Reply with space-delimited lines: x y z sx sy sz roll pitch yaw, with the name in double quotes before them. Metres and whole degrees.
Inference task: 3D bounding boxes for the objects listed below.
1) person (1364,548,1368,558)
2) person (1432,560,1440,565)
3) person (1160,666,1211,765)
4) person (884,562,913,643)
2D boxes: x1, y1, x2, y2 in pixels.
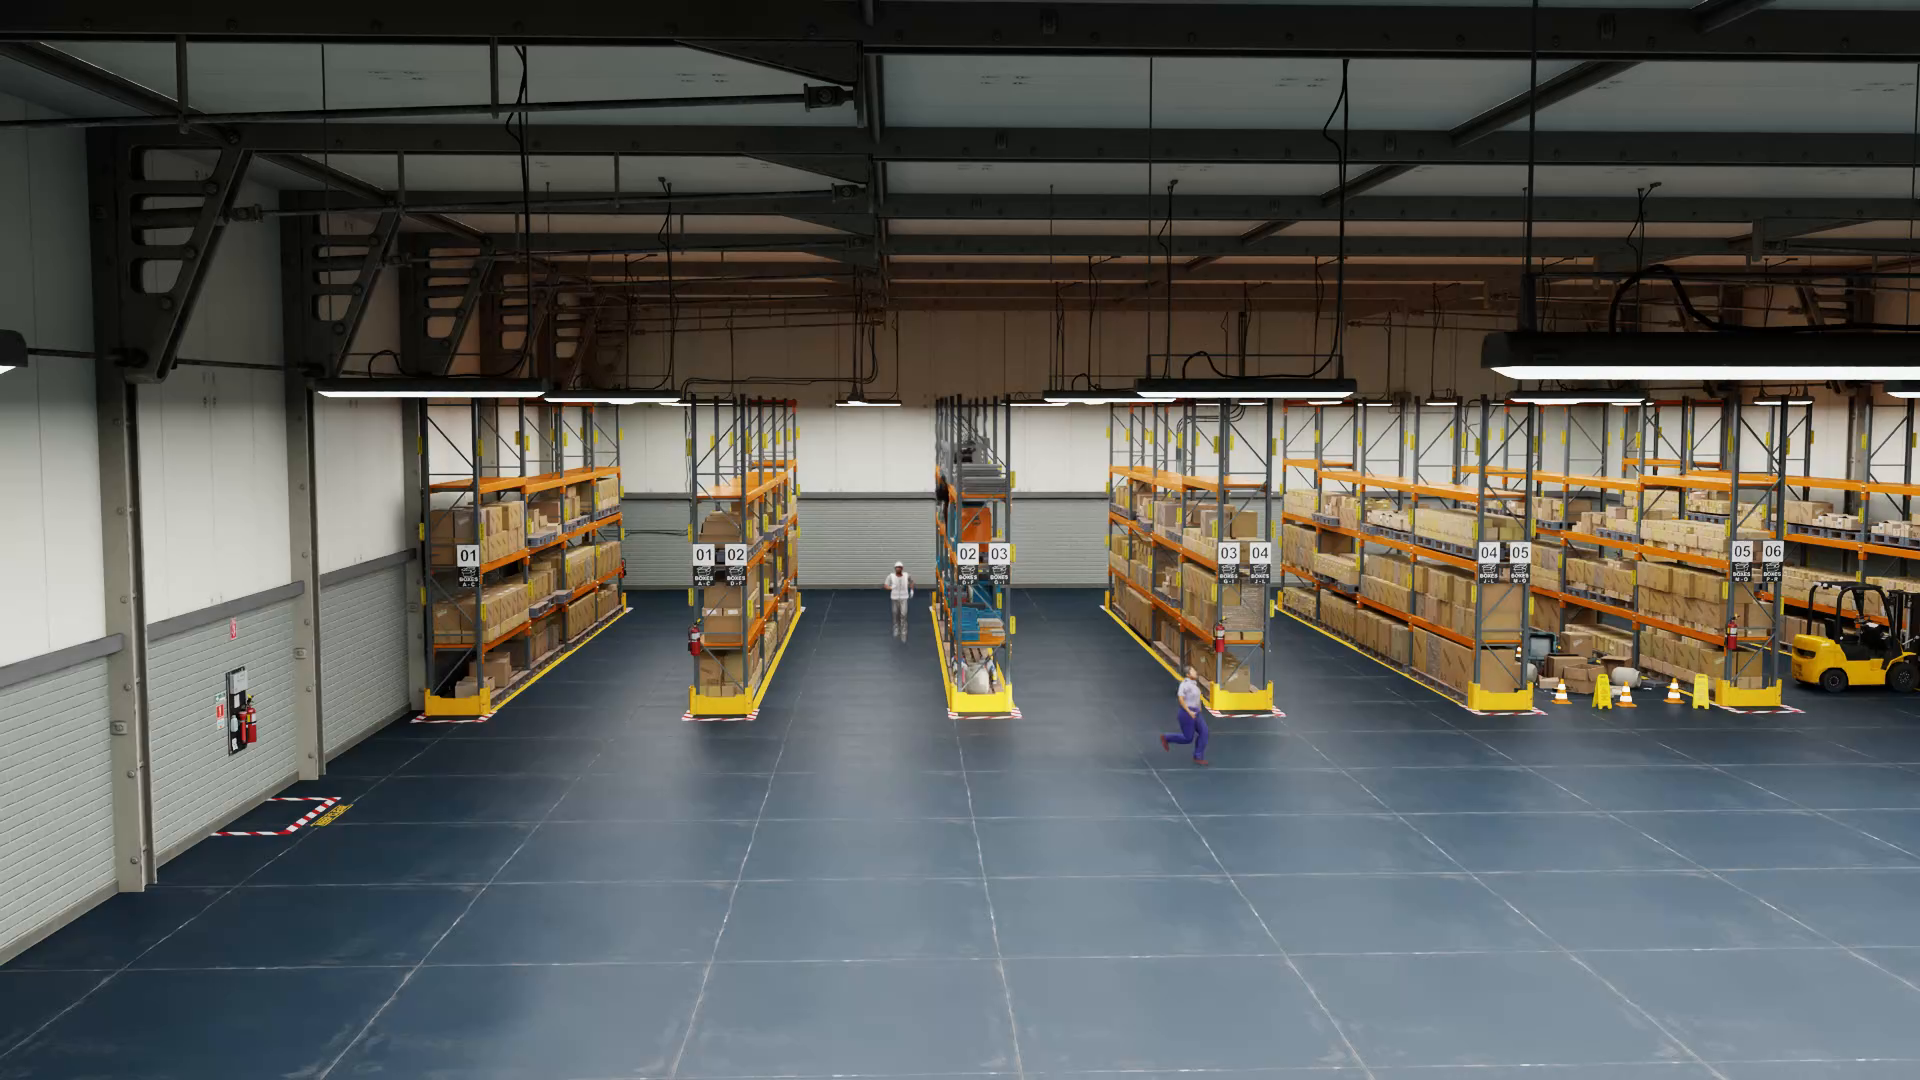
"person" 11.812 1.008 49.003 0.922 1.695 0.614 -1 5 -14
"person" 12.419 1.451 43.270 0.681 1.836 0.896 -1 5 -9
"person" 3.681 2.833 26.893 0.781 1.602 0.602 2 5 27
"person" -1.445 1.455 39.362 0.704 1.892 0.762 0 5 -3
